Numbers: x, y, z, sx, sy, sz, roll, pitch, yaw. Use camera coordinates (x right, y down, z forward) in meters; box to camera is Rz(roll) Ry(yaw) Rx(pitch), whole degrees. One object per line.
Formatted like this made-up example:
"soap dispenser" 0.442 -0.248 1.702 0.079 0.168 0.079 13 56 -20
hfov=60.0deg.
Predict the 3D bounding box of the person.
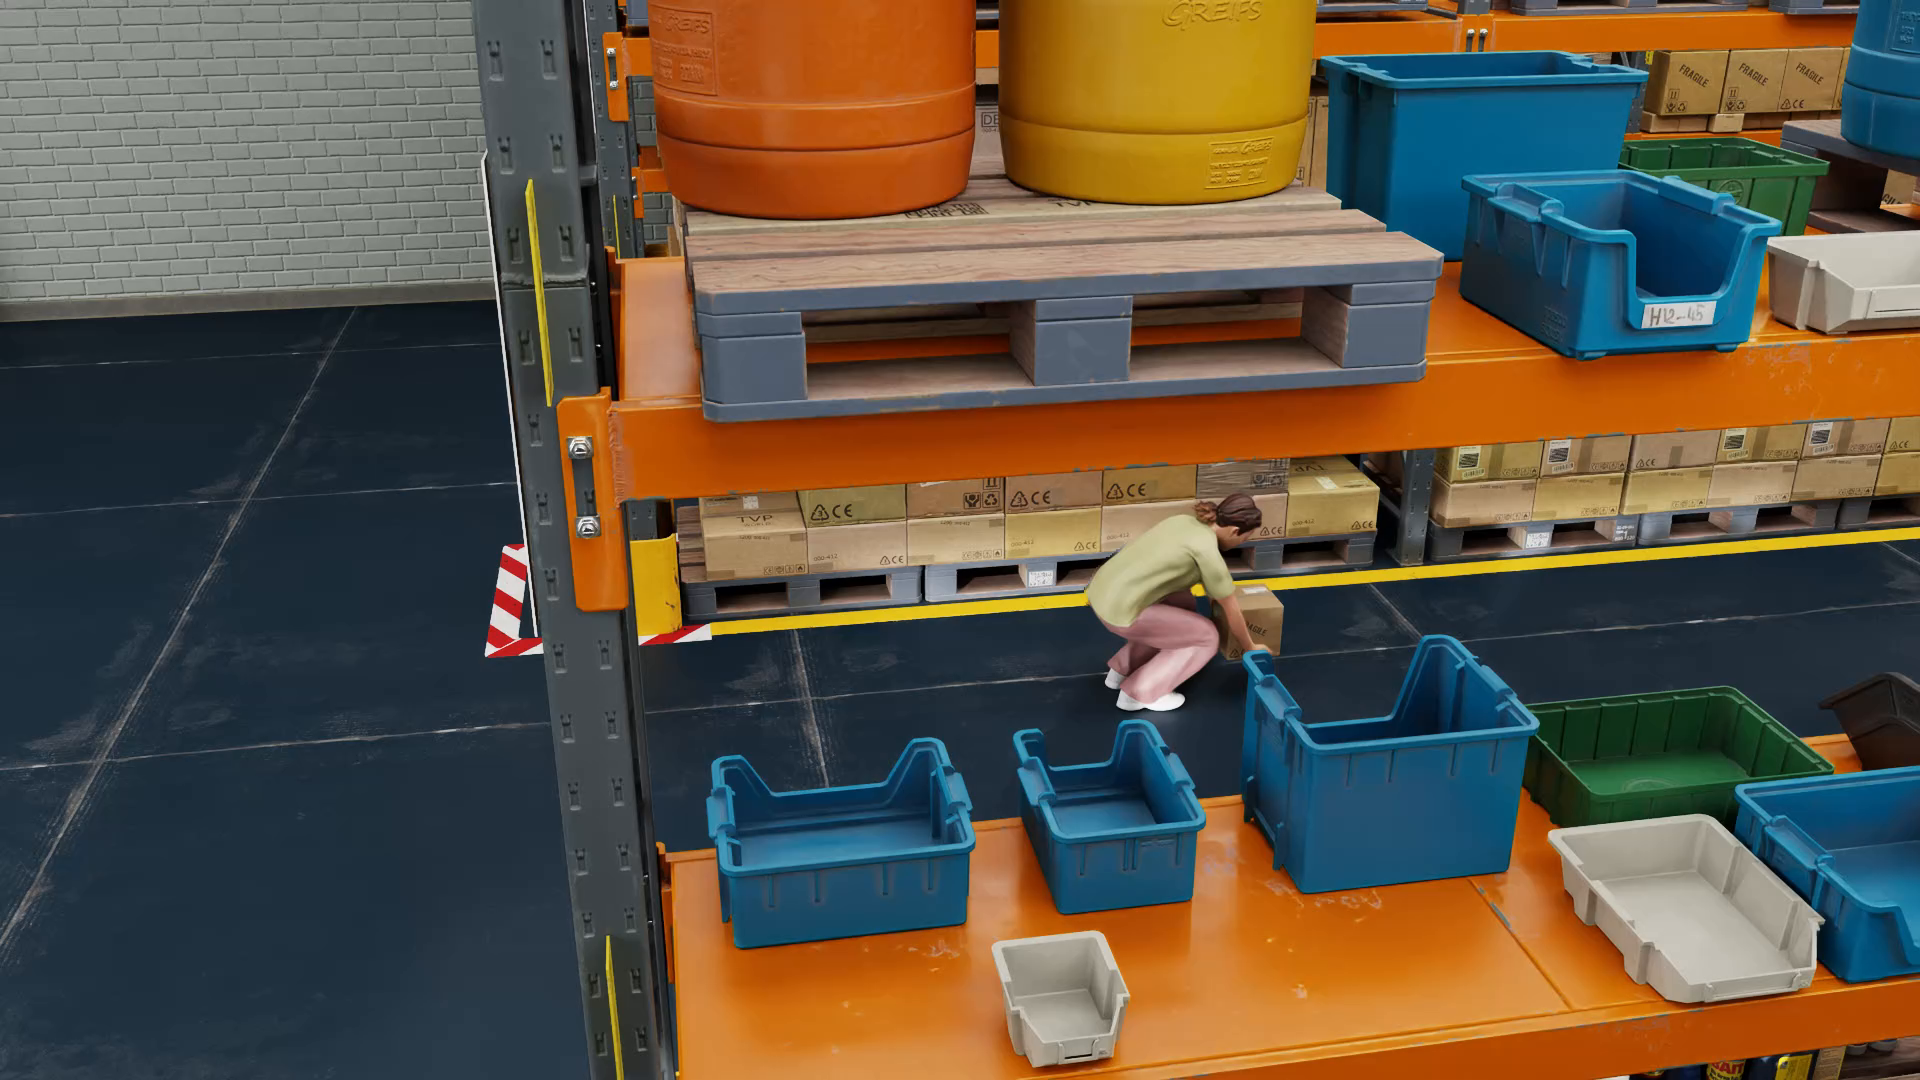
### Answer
"person" 0.973 0.270 7.428 0.837 0.922 0.462 -5 24 -11
